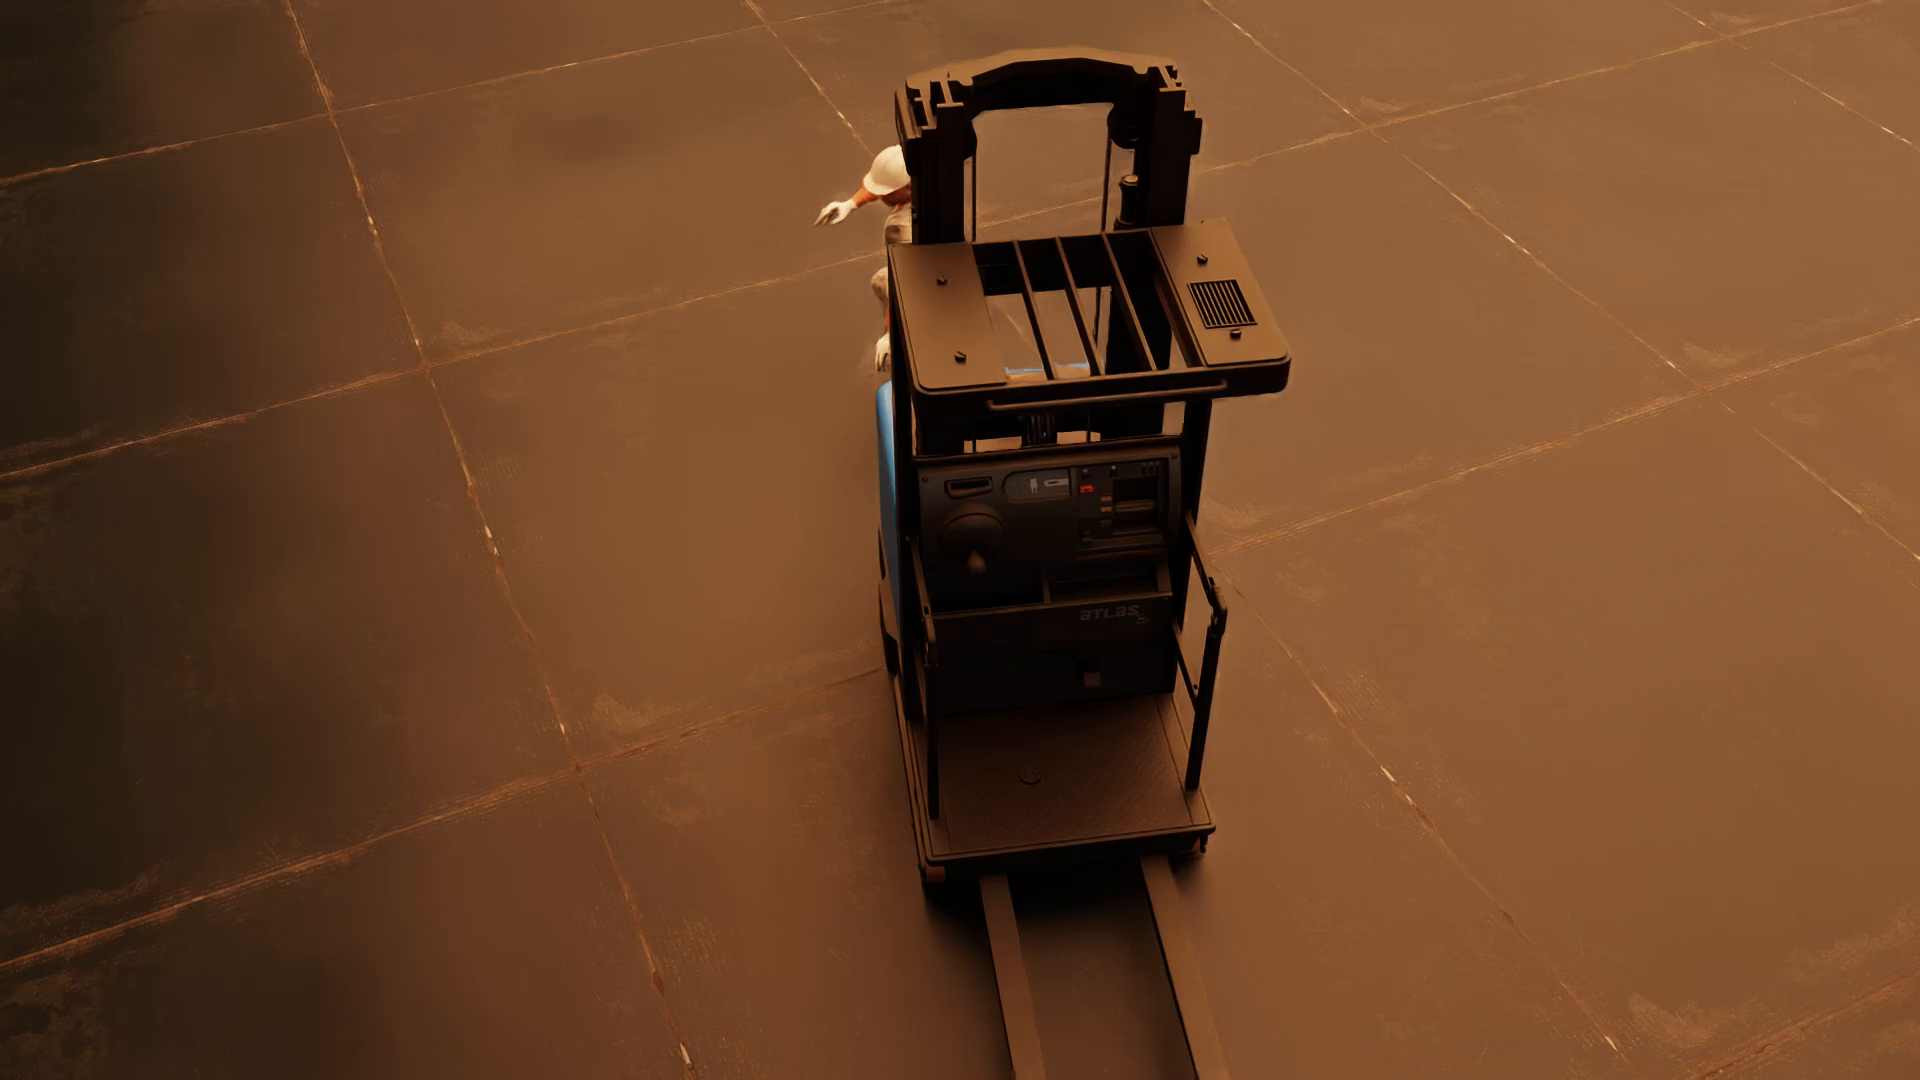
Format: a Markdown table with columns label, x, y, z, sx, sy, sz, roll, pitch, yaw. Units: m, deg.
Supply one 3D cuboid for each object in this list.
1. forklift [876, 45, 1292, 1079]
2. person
| label | x | y | z | sx | sy | sz | roll | pitch | yaw |
| --- | --- | --- | --- | --- | --- | --- | --- | --- | --- |
| forklift | 0.352 | -0.014 | 5.695 | 1.130 | 2.935 | 3.031 | -6 | 43 | -6 |
| person | -0.265 | -1.221 | 8.062 | 0.703 | 1.538 | 0.962 | -23 | 48 | -23 |
